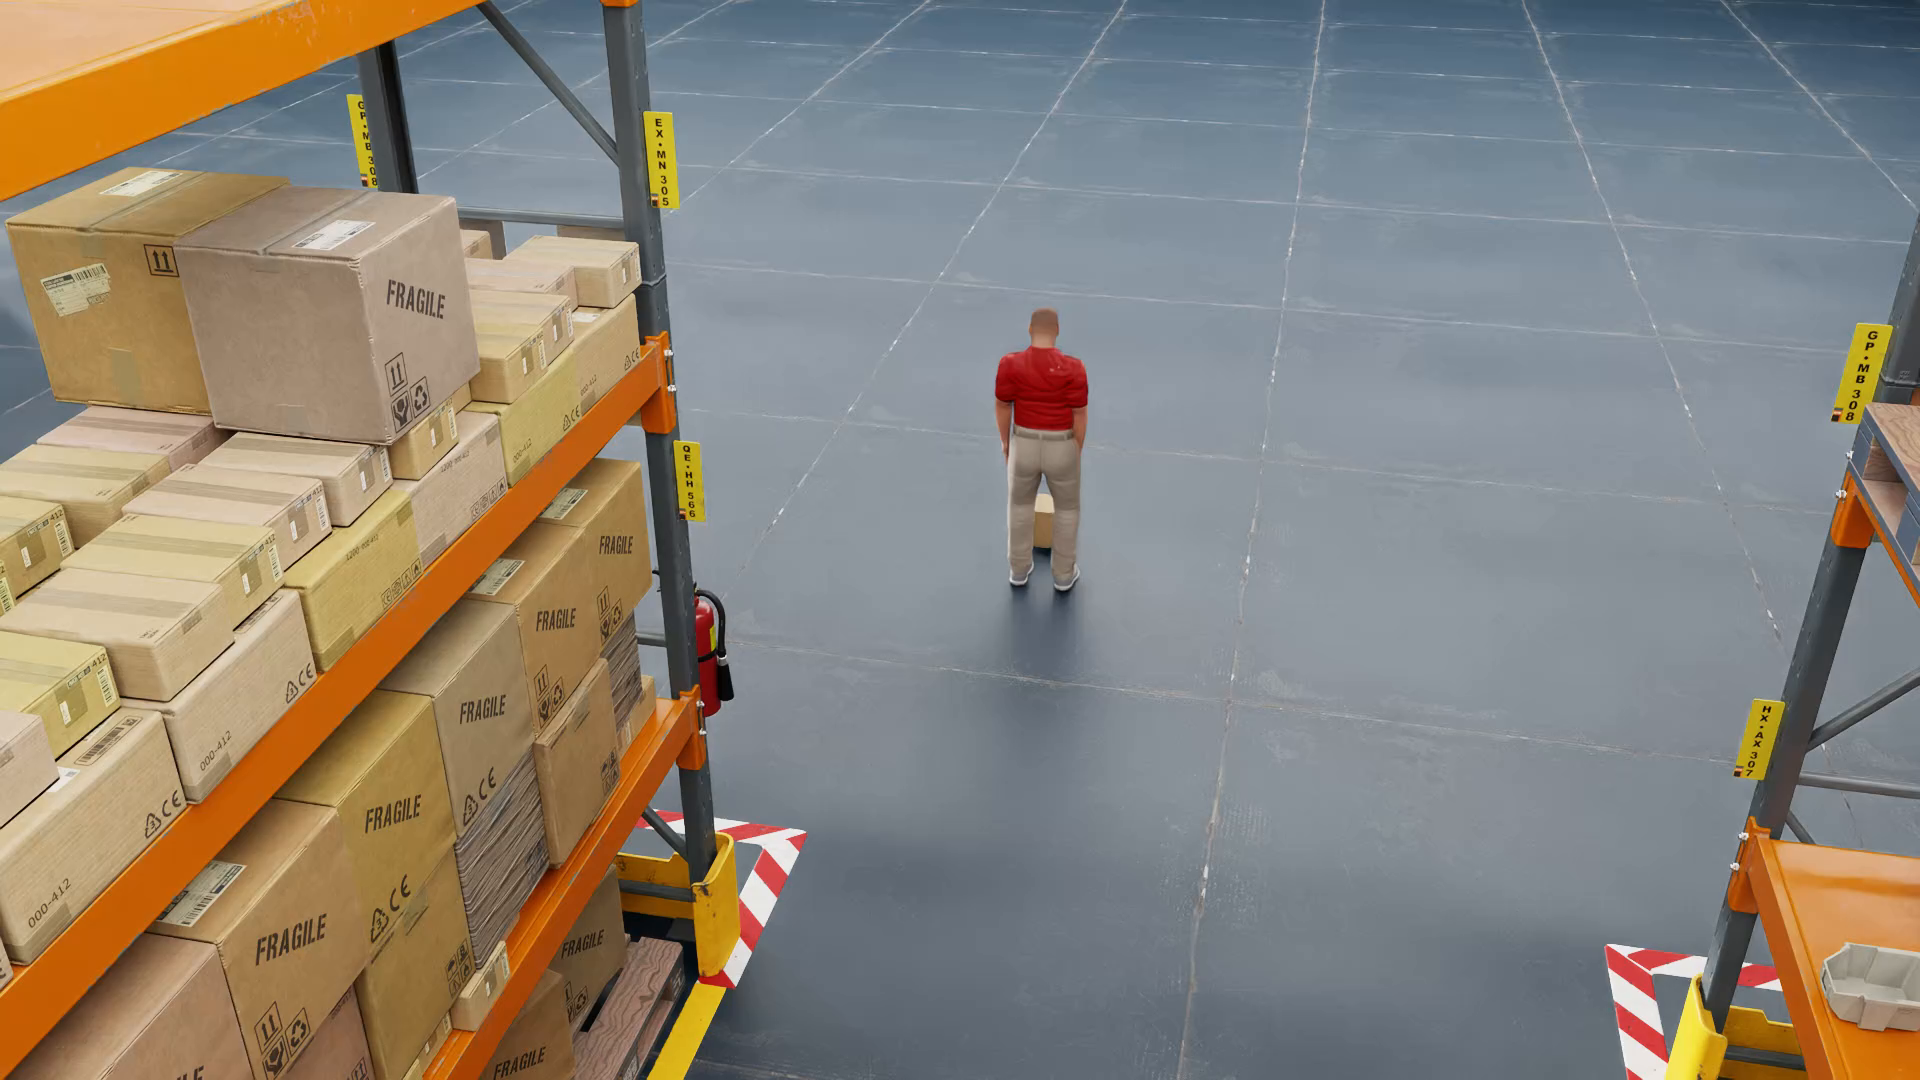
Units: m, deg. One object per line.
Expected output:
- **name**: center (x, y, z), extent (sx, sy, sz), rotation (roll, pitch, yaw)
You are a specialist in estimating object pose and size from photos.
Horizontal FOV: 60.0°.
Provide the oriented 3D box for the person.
- **person**: center (0.467, -0.518, 9.615), extent (0.538, 1.713, 0.363), rotation (6, 29, 12)
